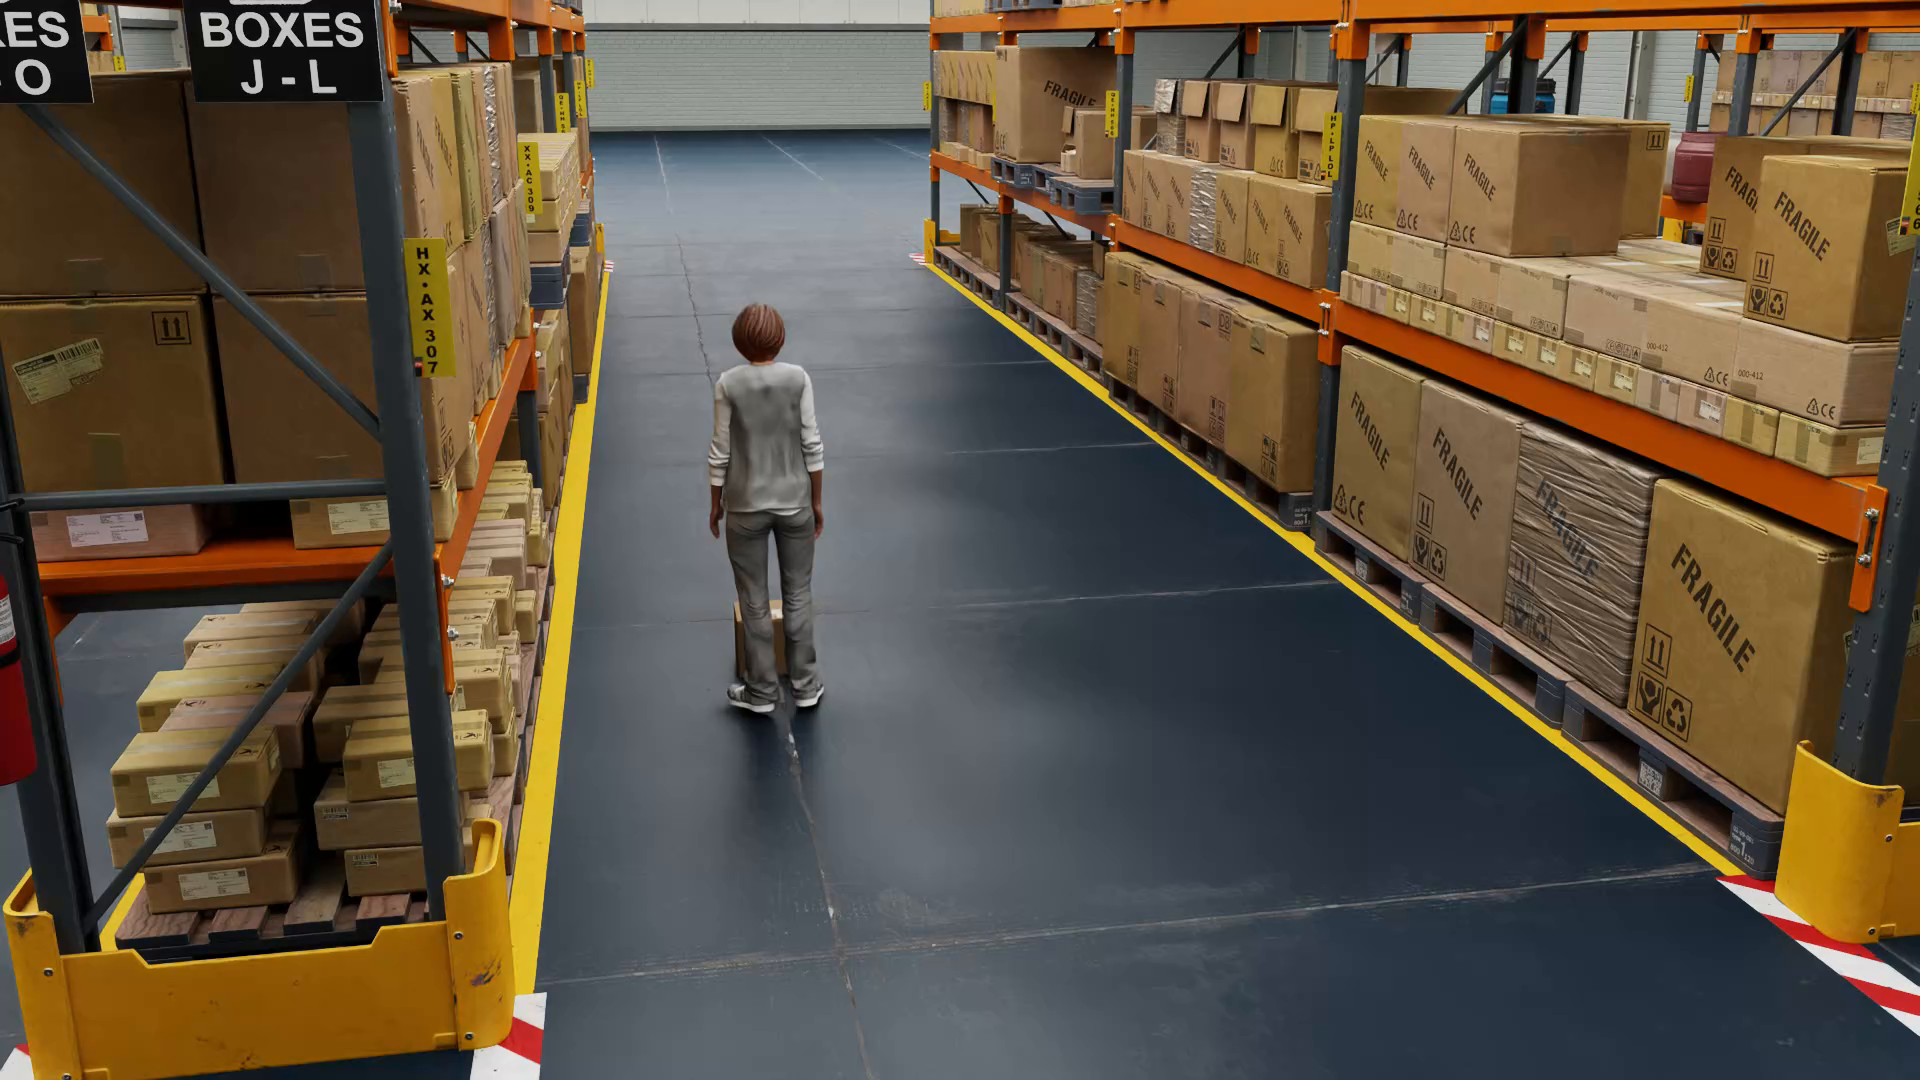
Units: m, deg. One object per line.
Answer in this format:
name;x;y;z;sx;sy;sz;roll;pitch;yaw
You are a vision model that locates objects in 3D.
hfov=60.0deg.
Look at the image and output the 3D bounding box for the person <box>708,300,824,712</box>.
person;-0.738;-0.113;6.371;0.430;1.601;0.311;-5;17;-17
